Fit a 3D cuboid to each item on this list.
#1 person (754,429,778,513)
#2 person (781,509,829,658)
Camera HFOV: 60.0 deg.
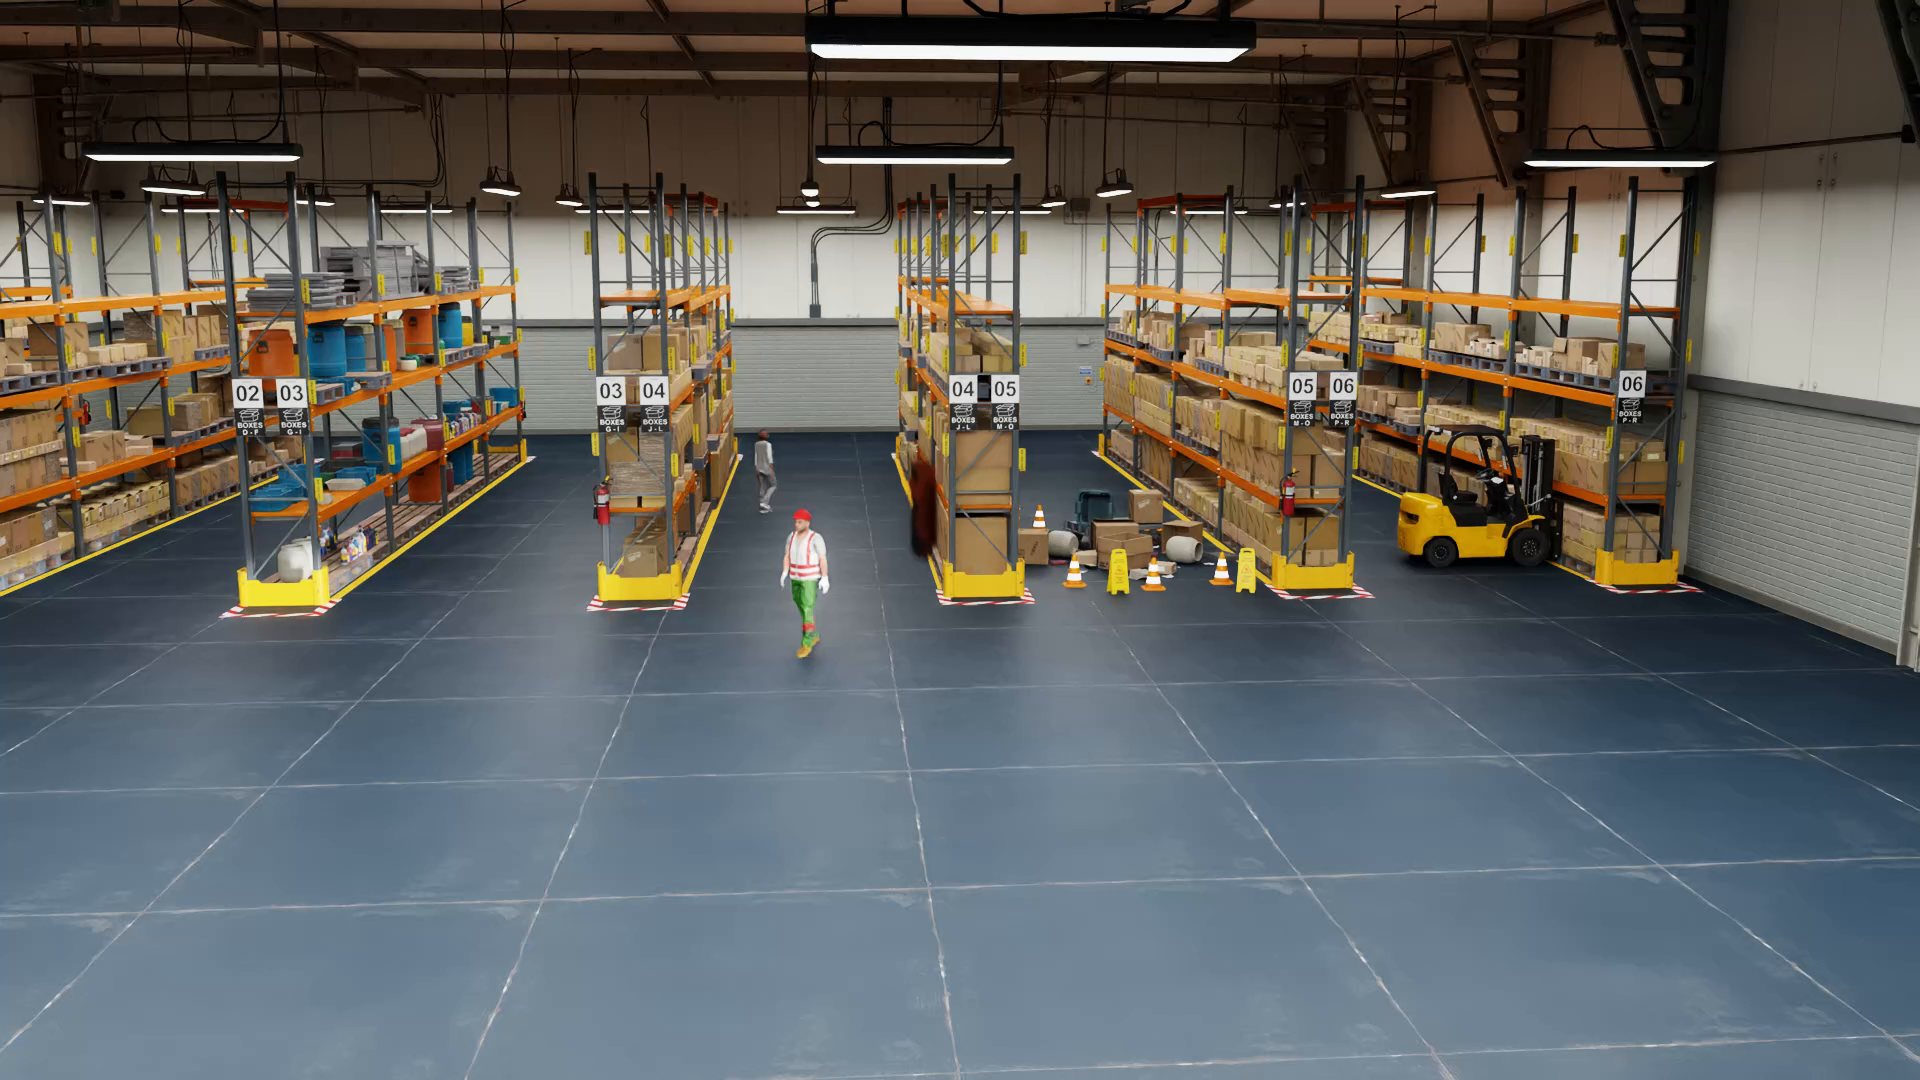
[{"bbox_3d":[-3.723,-1.295,31.448,0.453,1.598,0.435,7,12,33],"label":"person"},{"bbox_3d":[-1.962,0.502,20.732,0.631,1.758,0.808,7,12,36],"label":"person"}]
